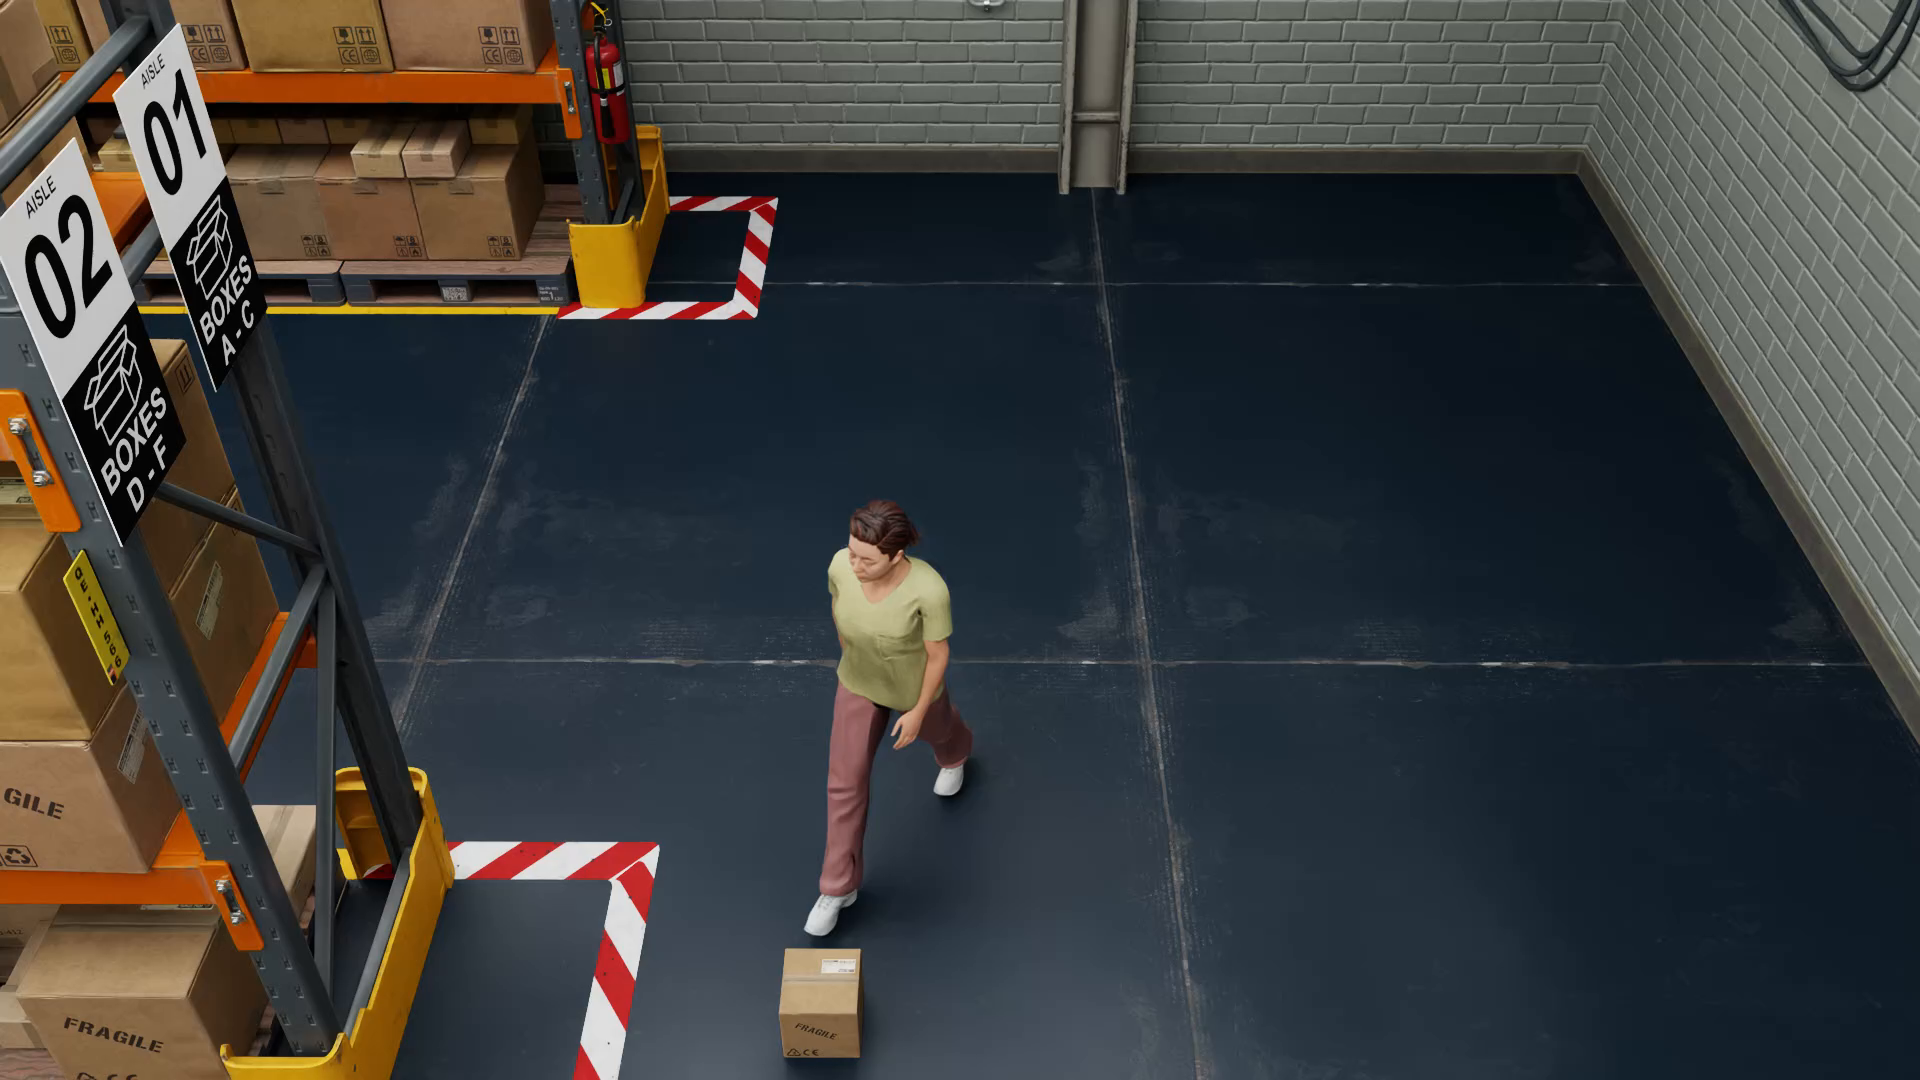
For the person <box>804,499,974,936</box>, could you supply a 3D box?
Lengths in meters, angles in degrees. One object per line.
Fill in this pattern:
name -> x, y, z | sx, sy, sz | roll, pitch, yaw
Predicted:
person -> -0.243, 0.490, 5.570 | 0.461, 1.610, 1.066 | 11, 41, 13
